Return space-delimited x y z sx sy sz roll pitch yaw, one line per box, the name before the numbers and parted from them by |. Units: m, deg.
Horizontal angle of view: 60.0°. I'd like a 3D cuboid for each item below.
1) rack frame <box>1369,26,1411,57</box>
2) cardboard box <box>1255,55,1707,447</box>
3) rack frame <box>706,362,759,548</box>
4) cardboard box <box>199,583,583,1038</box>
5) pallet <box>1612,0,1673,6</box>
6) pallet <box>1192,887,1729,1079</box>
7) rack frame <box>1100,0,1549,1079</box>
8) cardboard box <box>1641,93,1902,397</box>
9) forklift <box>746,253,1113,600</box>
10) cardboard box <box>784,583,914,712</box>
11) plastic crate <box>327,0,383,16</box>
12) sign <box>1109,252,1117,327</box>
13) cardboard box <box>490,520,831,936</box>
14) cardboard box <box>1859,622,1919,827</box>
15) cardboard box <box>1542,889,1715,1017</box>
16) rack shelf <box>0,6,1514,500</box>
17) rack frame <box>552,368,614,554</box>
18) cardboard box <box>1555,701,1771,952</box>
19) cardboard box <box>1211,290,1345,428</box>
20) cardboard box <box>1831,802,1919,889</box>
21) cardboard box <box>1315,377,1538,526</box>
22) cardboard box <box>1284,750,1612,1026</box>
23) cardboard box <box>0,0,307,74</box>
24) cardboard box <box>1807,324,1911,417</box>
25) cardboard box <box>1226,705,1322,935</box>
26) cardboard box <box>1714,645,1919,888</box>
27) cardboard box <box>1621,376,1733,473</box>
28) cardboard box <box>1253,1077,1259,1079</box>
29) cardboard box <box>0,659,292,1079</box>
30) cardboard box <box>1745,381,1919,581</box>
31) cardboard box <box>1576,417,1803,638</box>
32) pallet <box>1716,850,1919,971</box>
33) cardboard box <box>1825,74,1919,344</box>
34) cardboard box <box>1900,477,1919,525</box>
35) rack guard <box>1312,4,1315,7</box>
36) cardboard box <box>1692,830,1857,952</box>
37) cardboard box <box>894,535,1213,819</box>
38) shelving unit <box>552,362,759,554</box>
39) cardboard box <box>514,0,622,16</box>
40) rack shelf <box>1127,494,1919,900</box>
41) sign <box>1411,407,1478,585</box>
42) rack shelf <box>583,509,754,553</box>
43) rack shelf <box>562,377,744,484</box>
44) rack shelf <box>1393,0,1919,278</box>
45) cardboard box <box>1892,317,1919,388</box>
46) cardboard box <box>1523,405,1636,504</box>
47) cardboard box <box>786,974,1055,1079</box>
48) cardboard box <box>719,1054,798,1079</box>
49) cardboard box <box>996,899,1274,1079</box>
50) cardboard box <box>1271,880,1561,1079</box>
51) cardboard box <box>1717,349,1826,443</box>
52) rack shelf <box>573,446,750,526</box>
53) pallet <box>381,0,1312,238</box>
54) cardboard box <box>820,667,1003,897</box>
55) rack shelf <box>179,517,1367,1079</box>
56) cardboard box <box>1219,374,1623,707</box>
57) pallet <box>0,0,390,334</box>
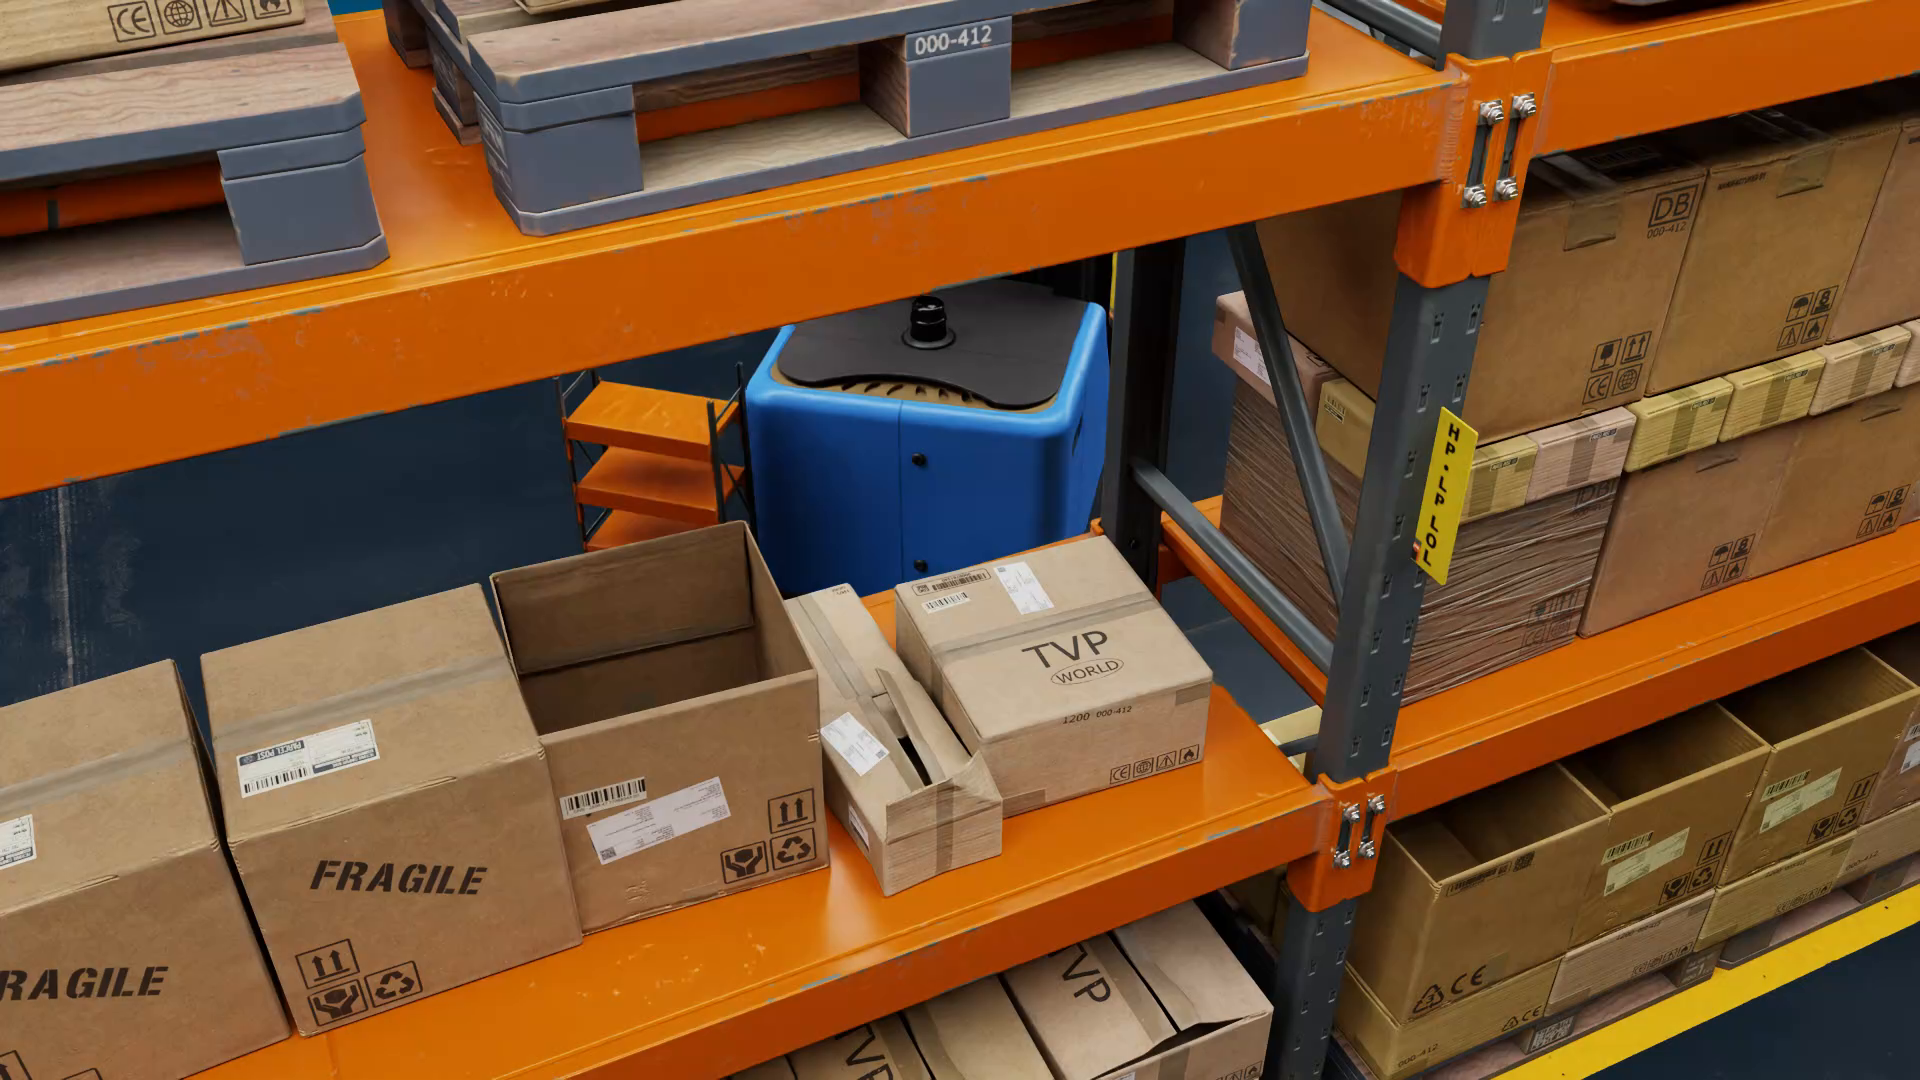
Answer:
rack frame | 2.129 -3.616 8.608 0.127 3.000 1.000 -16 39 -20
cardboard box | 1.008 -0.609 3.380 0.500 0.500 0.700 -15 39 -20
rack frame | -0.687 0.022 5.213 0.015 1.200 0.240 10 38 13
cardboard box | -1.023 0.474 3.009 0.500 0.500 0.500 -16 39 -20
pallet | 1.370 -1.331 3.083 1.213 0.211 1.003 -16 39 -20
pallet | 1.347 1.010 4.712 1.213 0.211 1.003 -16 39 -20
rack frame | 0.609 0.068 3.640 0.127 3.000 1.000 -16 39 -20
cardboard box | 1.465 -0.737 3.553 0.500 0.500 0.700 -16 39 -20
forklift | 0.140 -1.579 5.919 1.130 2.935 3.031 7 37 10
cardboard box | -0.280 0.283 3.561 0.250 0.149 0.380 -16 39 -20
plastic crate | -2.358 -2.150 6.645 0.575 0.384 0.392 -16 39 -20
sign | 0.372 -0.610 3.762 0.005 0.325 0.100 -16 39 -20
cardboard box | -0.570 0.347 3.180 0.500 0.500 0.500 -13 38 -17
cardboard box | 2.519 0.373 4.555 0.500 0.500 0.500 -16 39 -20
cardboard box | 1.613 0.926 4.439 0.500 0.250 0.500 -16 39 -20
rack shelf | -1.201 -0.341 2.278 4.000 0.370 1.077 -16 39 -20
rack frame | -1.156 -0.059 5.322 0.015 1.200 0.240 10 38 13
cardboard box | 1.611 0.623 4.218 0.500 0.500 0.500 -16 39 -20
cardboard box | 0.764 -0.417 3.666 0.250 0.149 0.380 -16 39 -20
cardboard box | 2.518 0.673 4.781 0.500 0.250 0.500 -16 39 -20
cardboard box | 0.935 -0.196 3.368 0.250 0.149 0.380 -16 39 -20
cardboard box | 1.162 0.754 4.041 0.500 0.500 0.500 -16 39 -20
cardboard box | -1.148 -0.794 2.058 0.500 0.250 0.500 -19 41 -24
cardboard box | 1.859 -0.455 3.717 0.250 0.149 0.380 -17 40 -21
cardboard box | 0.936 0.769 4.651 0.500 0.250 0.500 -16 39 -20
cardboard box | 2.067 0.501 4.383 0.500 0.500 0.500 -16 39 -20
cardboard box | 1.395 -0.326 3.543 0.250 0.149 0.380 -17 40 -21
cardboard box | 0.357 1.265 3.982 0.500 0.250 0.500 -16 39 -20
cardboard box | -1.500 0.607 2.830 0.500 0.500 0.500 -18 40 -22
cardboard box | 1.939 -0.349 4.119 0.500 0.500 0.700 -15 39 -19
cardboard box | 1.483 -0.225 3.951 0.500 0.500 0.700 -16 39 -20
pallet | 2.453 0.698 5.131 1.213 0.211 1.003 -16 39 -20
cardboard box | 1.919 -0.864 3.724 0.500 0.500 0.700 -16 39 -20
cardboard box | 2.402 -0.480 4.295 0.500 0.500 0.700 -14 39 -19
rack guard | 2.080 -2.568 9.292 0.348 0.500 1.175 -16 39 -20
cardboard box | 2.067 0.803 4.606 0.500 0.250 0.500 -16 39 -20
cardboard box | 0.182 0.277 3.485 0.500 0.250 0.500 -13 39 -17
shelving unit | -0.921 -0.018 5.268 0.503 1.200 0.258 10 38 13
cardboard box | -0.449 -0.954 2.273 0.500 0.250 0.500 -20 41 -24
rack shelf | 2.420 -0.149 4.537 4.000 0.370 1.077 -16 39 -20
sign | 0.849 -0.075 2.927 0.005 0.325 0.100 -16 39 -20
rack shelf | -0.921 0.036 5.308 0.480 0.148 0.258 10 38 13
rack shelf | -0.921 -0.334 5.034 0.480 0.148 0.258 10 38 13
rack shelf | 2.420 -1.354 3.643 4.000 0.370 1.077 -16 39 -20
cardboard box | 2.100 -0.524 3.811 0.250 0.149 0.380 -17 40 -21
cardboard box | 1.162 -0.260 3.454 0.250 0.149 0.380 -15 39 -19
cardboard box | -0.104 1.171 3.638 0.500 0.311 0.500 -15 39 -19
cardboard box | -0.557 1.296 3.470 0.500 0.311 0.500 -16 39 -20
cardboard box | 0.364 1.036 3.820 0.500 0.311 0.500 -16 39 -20
cardboard box | 1.158 1.050 4.272 0.500 0.250 0.500 -16 39 -20
cardboard box | 1.632 -0.393 3.633 0.250 0.149 0.380 -16 39 -20
rack shelf | -0.921 -0.144 5.175 0.480 0.148 0.258 10 38 13
pallet | -0.184 -0.829 2.493 1.217 0.209 0.805 -17 40 -22
cardboard box | -0.109 0.444 3.246 0.258 0.266 0.396 -17 40 -21
rack shelf | -1.201 0.863 3.172 4.000 0.370 1.077 -16 39 -20
cardboard box | 1.008 -0.088 3.766 0.500 0.500 0.700 -17 40 -21
pallet | -1.424 -0.553 2.118 1.213 0.211 1.003 -14 39 -18
